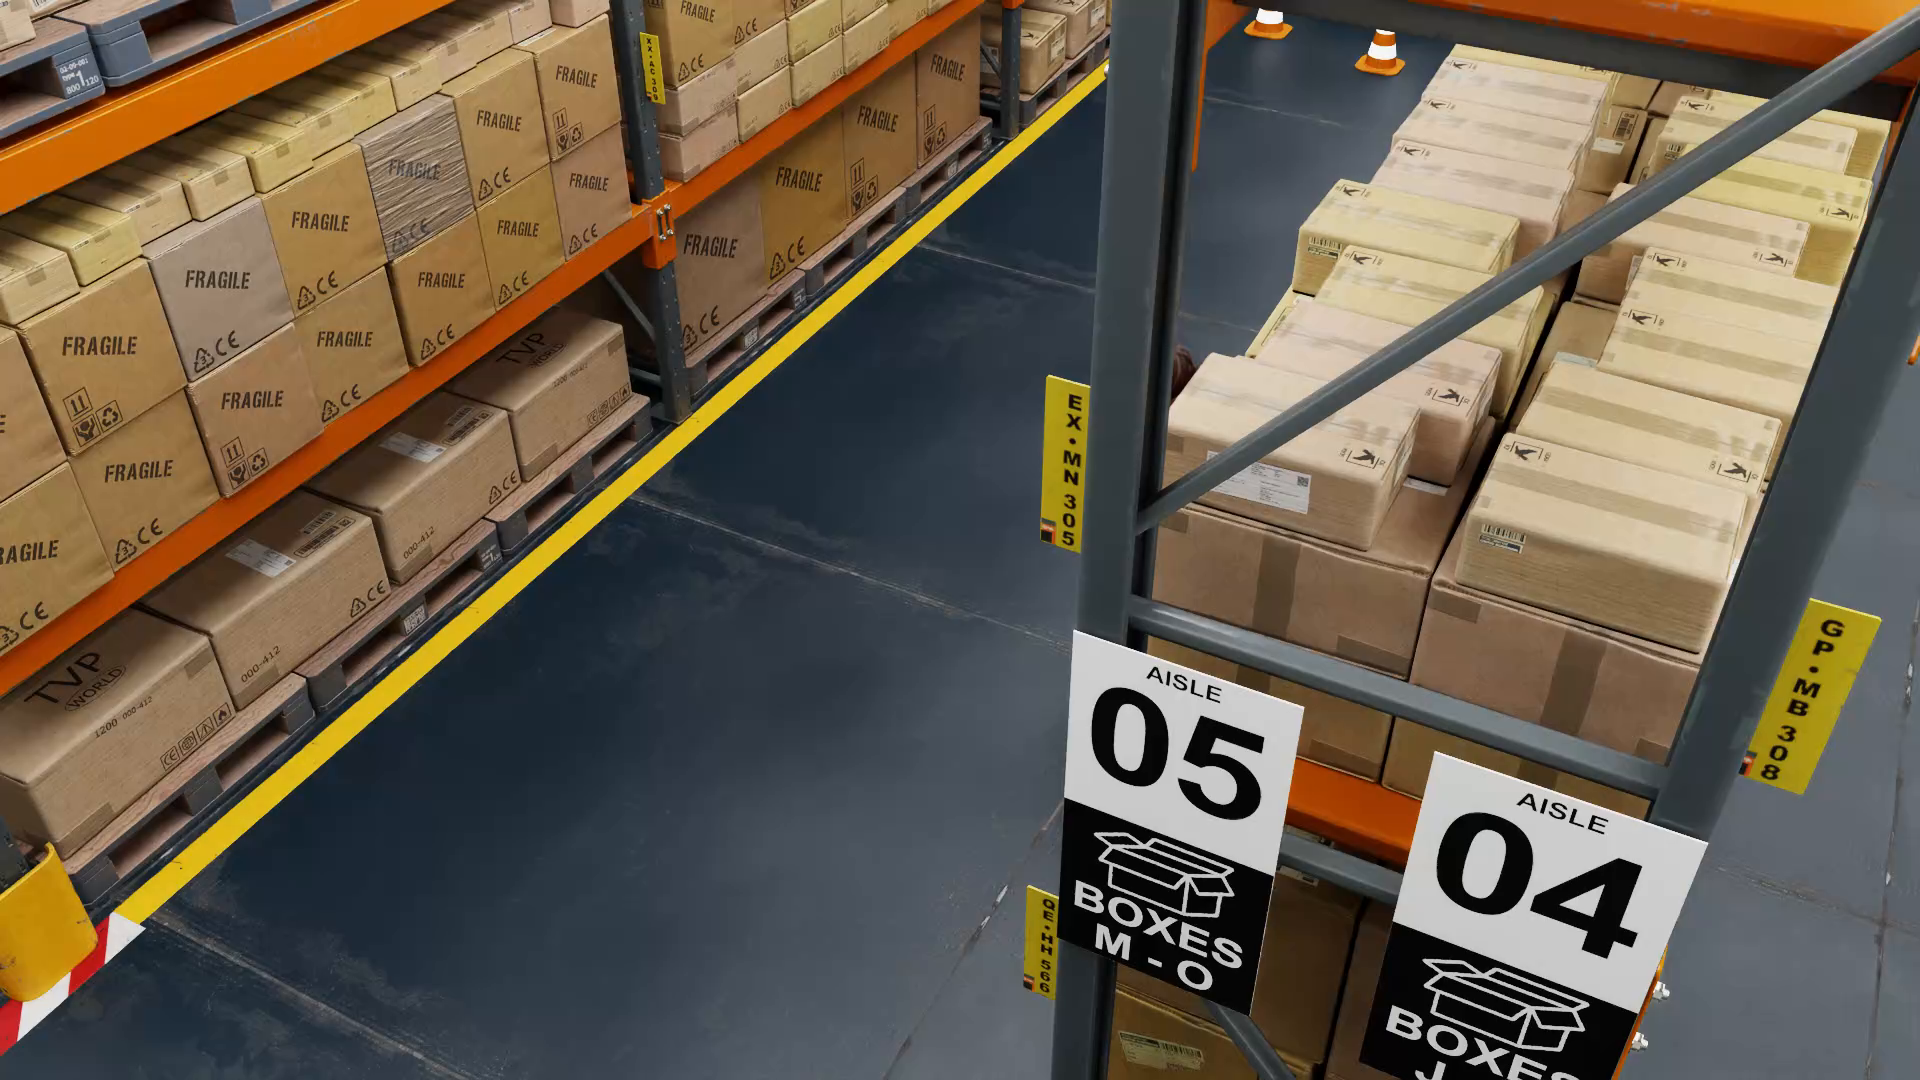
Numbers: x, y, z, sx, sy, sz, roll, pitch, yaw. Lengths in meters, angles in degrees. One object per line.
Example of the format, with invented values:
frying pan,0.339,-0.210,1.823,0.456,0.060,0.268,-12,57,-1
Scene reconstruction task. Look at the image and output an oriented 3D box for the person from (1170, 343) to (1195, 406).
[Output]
person,0.886,-0.147,6.948,0.436,1.662,0.554,19,42,22
